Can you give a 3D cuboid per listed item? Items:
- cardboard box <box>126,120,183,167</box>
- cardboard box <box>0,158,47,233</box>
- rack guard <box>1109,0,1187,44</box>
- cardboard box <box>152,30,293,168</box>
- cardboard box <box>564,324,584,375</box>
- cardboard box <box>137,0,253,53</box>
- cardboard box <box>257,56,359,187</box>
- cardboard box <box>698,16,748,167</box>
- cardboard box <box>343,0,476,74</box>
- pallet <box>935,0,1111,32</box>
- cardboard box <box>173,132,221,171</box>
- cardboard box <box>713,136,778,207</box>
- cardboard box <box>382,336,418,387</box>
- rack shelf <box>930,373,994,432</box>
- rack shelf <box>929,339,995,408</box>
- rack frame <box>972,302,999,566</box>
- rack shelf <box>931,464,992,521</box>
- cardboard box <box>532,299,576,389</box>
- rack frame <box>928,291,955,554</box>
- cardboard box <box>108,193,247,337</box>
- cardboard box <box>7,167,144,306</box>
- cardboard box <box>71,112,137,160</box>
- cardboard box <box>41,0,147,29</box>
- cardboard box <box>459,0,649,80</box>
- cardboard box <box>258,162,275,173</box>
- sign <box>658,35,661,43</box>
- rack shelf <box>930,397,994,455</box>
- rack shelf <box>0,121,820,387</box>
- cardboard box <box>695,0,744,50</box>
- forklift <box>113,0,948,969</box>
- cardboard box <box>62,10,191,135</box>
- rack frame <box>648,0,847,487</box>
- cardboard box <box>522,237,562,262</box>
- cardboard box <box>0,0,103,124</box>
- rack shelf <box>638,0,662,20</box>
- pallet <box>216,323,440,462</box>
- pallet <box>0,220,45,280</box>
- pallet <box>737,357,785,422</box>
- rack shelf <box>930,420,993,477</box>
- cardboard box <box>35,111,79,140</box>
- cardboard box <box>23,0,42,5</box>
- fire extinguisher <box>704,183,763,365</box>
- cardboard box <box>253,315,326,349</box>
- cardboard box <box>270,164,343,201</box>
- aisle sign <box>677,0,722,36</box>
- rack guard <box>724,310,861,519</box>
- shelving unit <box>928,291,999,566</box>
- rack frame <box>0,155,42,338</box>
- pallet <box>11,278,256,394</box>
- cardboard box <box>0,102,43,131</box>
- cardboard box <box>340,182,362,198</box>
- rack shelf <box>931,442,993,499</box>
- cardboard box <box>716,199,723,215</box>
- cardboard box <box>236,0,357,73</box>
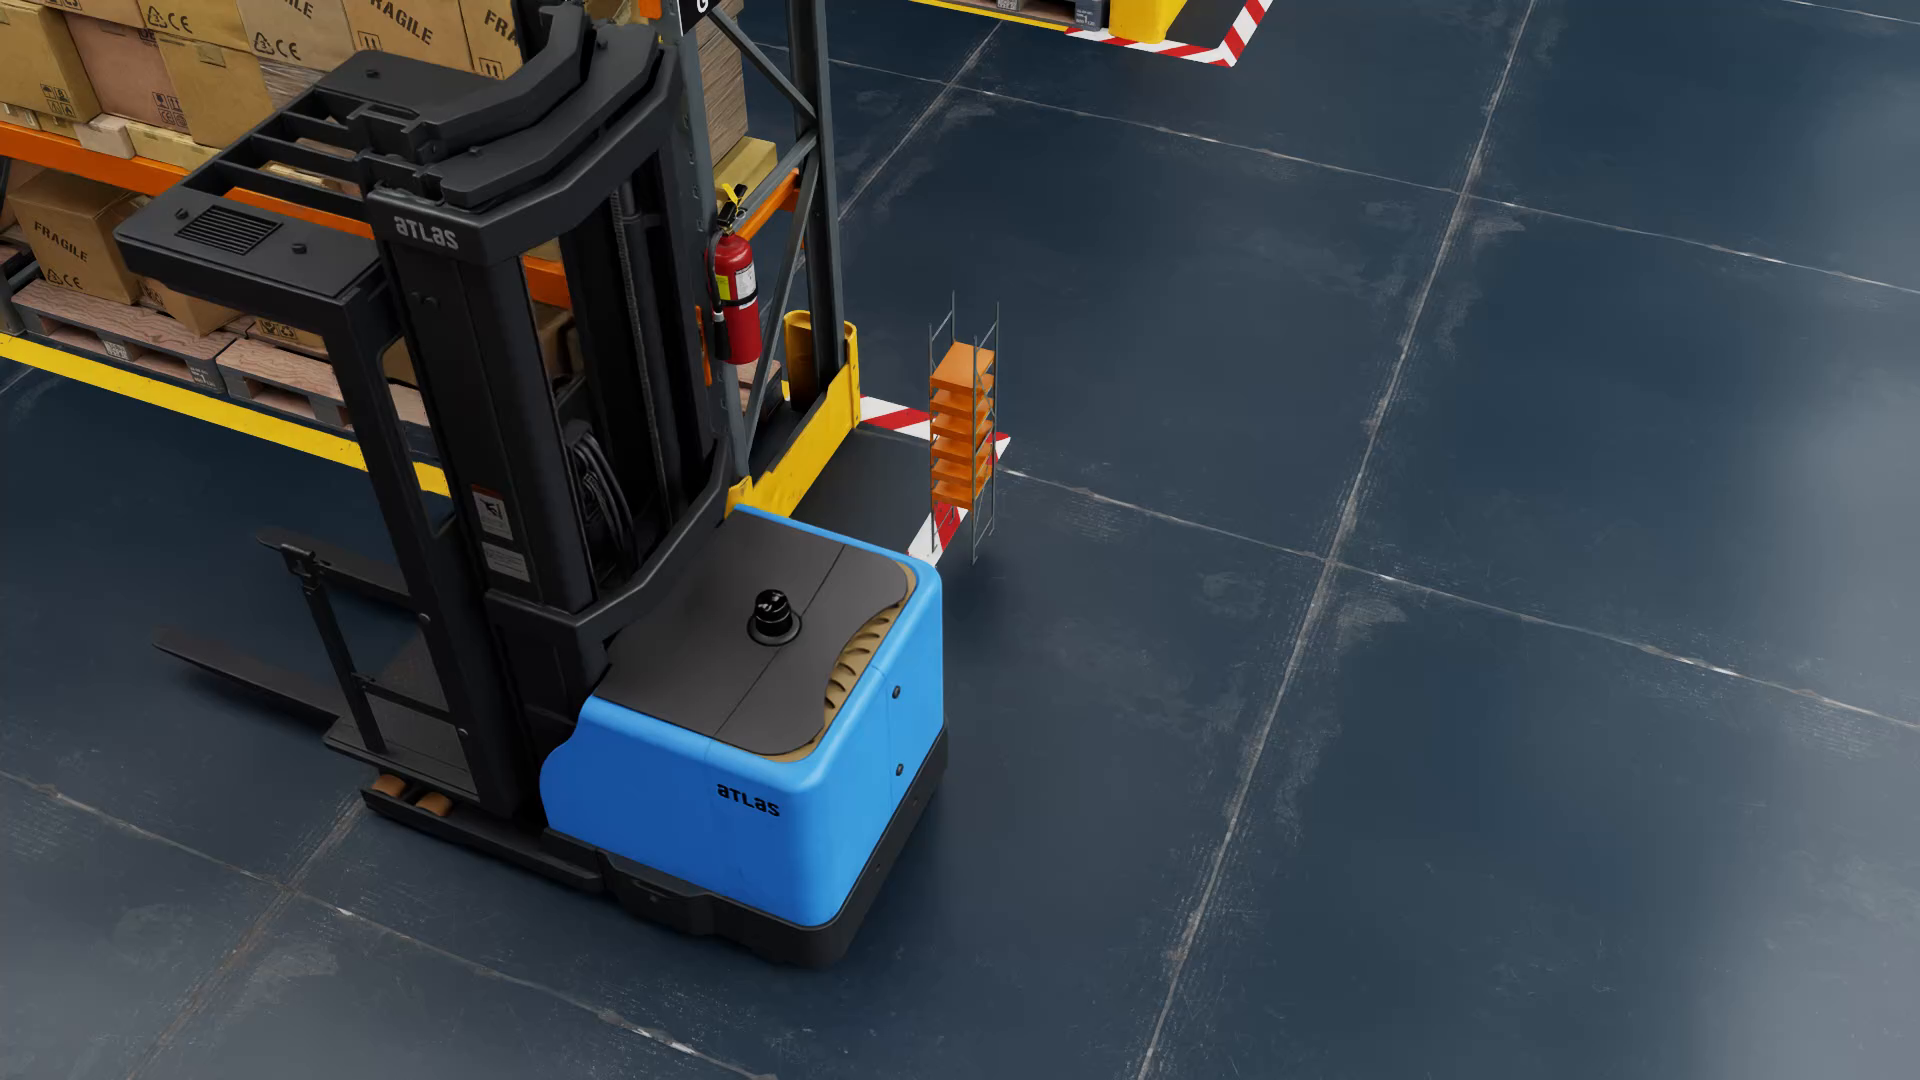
[{"bbox_3d":[-3.195,-1.719,6.868,0.250,0.149,0.380,16,47,16],"label":"cardboard box"},{"bbox_3d":[-4.999,-1.836,8.268,0.500,0.500,0.700,13,46,13],"label":"cardboard box"},{"bbox_3d":[1.276,-3.608,10.361,0.348,0.500,1.175,16,47,16],"label":"rack guard"},{"bbox_3d":[-2.655,-1.973,6.663,0.500,0.500,0.875,16,47,16],"label":"cardboard box"},{"bbox_3d":[-1.319,-0.743,7.183,0.500,0.500,0.500,25,50,23],"label":"cardboard box"},{"bbox_3d":[-2.734,-2.194,6.177,0.500,0.500,0.500,16,47,16],"label":"cardboard box"},{"bbox_3d":[-2.198,-1.829,6.519,0.500,0.500,0.875,16,47,16],"label":"cardboard box"},{"bbox_3d":[-1.246,-1.608,6.296,0.500,0.500,0.875,16,47,16],"label":"cardboard box"},{"bbox_3d":[-1.815,-1.916,5.897,0.500,0.500,0.500,16,47,16],"label":"cardboard box"},{"bbox_3d":[0.486,-3.679,10.637,1.213,0.211,1.003,16,47,16],"label":"pallet"},{"bbox_3d":[-2.968,-1.644,6.793,0.250,0.149,0.380,16,47,16],"label":"cardboard box"},{"bbox_3d":[-0.920,-1.443,6.591,0.250,0.149,0.380,16,47,16],"label":"cardboard box"},{"bbox_3d":[-2.454,-1.065,7.507,0.500,0.500,0.500,21,48,19],"label":"cardboard box"},{"bbox_3d":[0.014,-0.560,6.524,0.180,0.103,0.258,16,47,16],"label":"rack shelf"},{"bbox_3d":[0.014,-0.645,6.439,0.180,0.103,0.258,16,47,16],"label":"rack shelf"},{"bbox_3d":[0.098,-0.396,6.637,0.006,1.200,0.240,16,47,16],"label":"rack frame"},{"bbox_3d":[0.014,-0.220,6.862,0.180,0.103,0.258,16,47,16],"label":"rack shelf"},{"bbox_3d":[-1.883,-0.883,7.324,0.500,0.500,0.500,29,52,26],"label":"cardboard box"},{"bbox_3d":[-0.071,-0.446,6.687,0.006,1.200,0.240,16,47,16],"label":"rack frame"},{"bbox_3d":[-3.555,-1.363,7.807,0.500,0.500,0.500,32,53,28],"label":"cardboard box"},{"bbox_3d":[-4.087,-1.514,7.958,0.500,0.500,0.500,15,47,15],"label":"cardboard box"},{"bbox_3d":[-3.441,-1.760,6.909,0.250,0.149,0.380,16,47,16],"label":"cardboard box"},{"bbox_3d":[-3.200,-2.323,6.306,0.500,0.500,0.500,16,47,16],"label":"cardboard box"},{"bbox_3d":[-1.351,-1.783,5.764,0.500,0.500,0.500,16,47,16],"label":"cardboard box"},{"bbox_3d":[-2.720,-1.606,6.754,0.250,0.149,0.380,16,47,16],"label":"cardboard box"},{"bbox_3d":[-0.981,-1.466,5.391,0.005,0.325,0.100,16,47,16],"label":"sign"},{"bbox_3d":[0.014,-0.475,6.608,0.180,0.103,0.258,16,47,16],"label":"rack shelf"},{"bbox_3d":[-2.595,-1.588,7.068,4.000,0.370,1.077,16,47,16],"label":"rack shelf"},{"bbox_3d":[-1.151,-2.122,6.104,0.500,0.500,0.500,16,47,16],"label":"cardboard box"},{"bbox_3d":[-1.609,-0.297,5.309,3.031,2.935,1.130,17,47,16],"label":"forklift"},{"bbox_3d":[-3.101,-2.135,6.827,0.500,0.500,0.875,16,47,16],"label":"cardboard box"},{"bbox_3d":[-0.749,-1.300,6.268,0.127,3.000,1.000,16,47,16],"label":"rack frame"},{"bbox_3d":[-1.572,-1.256,6.403,0.250,0.149,0.380,16,47,16],"label":"cardboard box"},{"bbox_3d":[-3.601,-2.206,6.897,0.500,0.500,0.875,16,47,16],"label":"cardboard box"},{"bbox_3d":[-2.595,-2.651,6.010,4.000,0.370,1.077,16,47,16],"label":"rack shelf"},{"bbox_3d":[-2.677,-0.908,7.852,1.213,0.211,1.003,16,47,16],"label":"pallet"},{"bbox_3d":[-5.159,-1.608,8.555,1.213,0.211,1.003,16,47,16],"label":"pallet"},{"bbox_3d":[-1.555,-0.575,7.518,1.213,0.211,1.003,16,47,16],"label":"pallet"},{"bbox_3d":[0.014,-0.390,6.693,0.180,0.103,0.258,16,47,16],"label":"rack shelf"},{"bbox_3d":[-3.656,-1.855,7.004,0.250,0.149,0.380,16,47,16],"label":"cardboard box"},{"bbox_3d":[-3.661,-2.459,6.443,0.500,0.500,0.500,16,47,16],"label":"cardboard box"},{"bbox_3d":[-0.820,-0.941,5.963,0.183,0.674,0.296,16,47,16],"label":"fire extinguisher"},{"bbox_3d":[-2.952,-1.246,7.689,0.500,0.500,0.500,13,46,12],"label":"cardboard box"},{"bbox_3d":[-2.516,-1.493,6.640,0.250,0.149,0.380,16,47,16],"label":"cardboard box"},{"bbox_3d":[-0.807,-2.009,5.138,0.004,0.787,0.394,16,47,16],"label":"aisle sign"},{"bbox_3d":[-0.819,-0.434,7.171,0.348,0.500,1.175,16,47,16],"label":"rack guard"},{"bbox_3d":[0.014,-0.421,6.662,0.189,1.200,0.258,16,47,16],"label":"shelving unit"},{"bbox_3d":[-4.440,-2.386,7.360,0.127,3.000,1.000,16,47,16],"label":"rack frame"},{"bbox_3d":[-3.807,-1.238,8.184,1.213,0.211,1.003,16,47,16],"label":"pallet"},{"bbox_3d":[-3.891,-1.916,7.066,0.250,0.149,0.380,16,47,16],"label":"cardboard box"},{"bbox_3d":[-2.251,-1.482,6.630,0.250,0.149,0.380,16,47,16],"label":"cardboard box"},{"bbox_3d":[0.014,-0.305,6.778,0.180,0.103,0.258,16,47,16],"label":"rack shelf"},{"bbox_3d":[-1.091,-1.154,6.300,0.250,0.149,0.380,16,47,16],"label":"cardboard box"},{"bbox_3d":[-2.276,-2.053,6.035,0.500,0.500,0.500,16,47,16],"label":"cardboard box"}]
